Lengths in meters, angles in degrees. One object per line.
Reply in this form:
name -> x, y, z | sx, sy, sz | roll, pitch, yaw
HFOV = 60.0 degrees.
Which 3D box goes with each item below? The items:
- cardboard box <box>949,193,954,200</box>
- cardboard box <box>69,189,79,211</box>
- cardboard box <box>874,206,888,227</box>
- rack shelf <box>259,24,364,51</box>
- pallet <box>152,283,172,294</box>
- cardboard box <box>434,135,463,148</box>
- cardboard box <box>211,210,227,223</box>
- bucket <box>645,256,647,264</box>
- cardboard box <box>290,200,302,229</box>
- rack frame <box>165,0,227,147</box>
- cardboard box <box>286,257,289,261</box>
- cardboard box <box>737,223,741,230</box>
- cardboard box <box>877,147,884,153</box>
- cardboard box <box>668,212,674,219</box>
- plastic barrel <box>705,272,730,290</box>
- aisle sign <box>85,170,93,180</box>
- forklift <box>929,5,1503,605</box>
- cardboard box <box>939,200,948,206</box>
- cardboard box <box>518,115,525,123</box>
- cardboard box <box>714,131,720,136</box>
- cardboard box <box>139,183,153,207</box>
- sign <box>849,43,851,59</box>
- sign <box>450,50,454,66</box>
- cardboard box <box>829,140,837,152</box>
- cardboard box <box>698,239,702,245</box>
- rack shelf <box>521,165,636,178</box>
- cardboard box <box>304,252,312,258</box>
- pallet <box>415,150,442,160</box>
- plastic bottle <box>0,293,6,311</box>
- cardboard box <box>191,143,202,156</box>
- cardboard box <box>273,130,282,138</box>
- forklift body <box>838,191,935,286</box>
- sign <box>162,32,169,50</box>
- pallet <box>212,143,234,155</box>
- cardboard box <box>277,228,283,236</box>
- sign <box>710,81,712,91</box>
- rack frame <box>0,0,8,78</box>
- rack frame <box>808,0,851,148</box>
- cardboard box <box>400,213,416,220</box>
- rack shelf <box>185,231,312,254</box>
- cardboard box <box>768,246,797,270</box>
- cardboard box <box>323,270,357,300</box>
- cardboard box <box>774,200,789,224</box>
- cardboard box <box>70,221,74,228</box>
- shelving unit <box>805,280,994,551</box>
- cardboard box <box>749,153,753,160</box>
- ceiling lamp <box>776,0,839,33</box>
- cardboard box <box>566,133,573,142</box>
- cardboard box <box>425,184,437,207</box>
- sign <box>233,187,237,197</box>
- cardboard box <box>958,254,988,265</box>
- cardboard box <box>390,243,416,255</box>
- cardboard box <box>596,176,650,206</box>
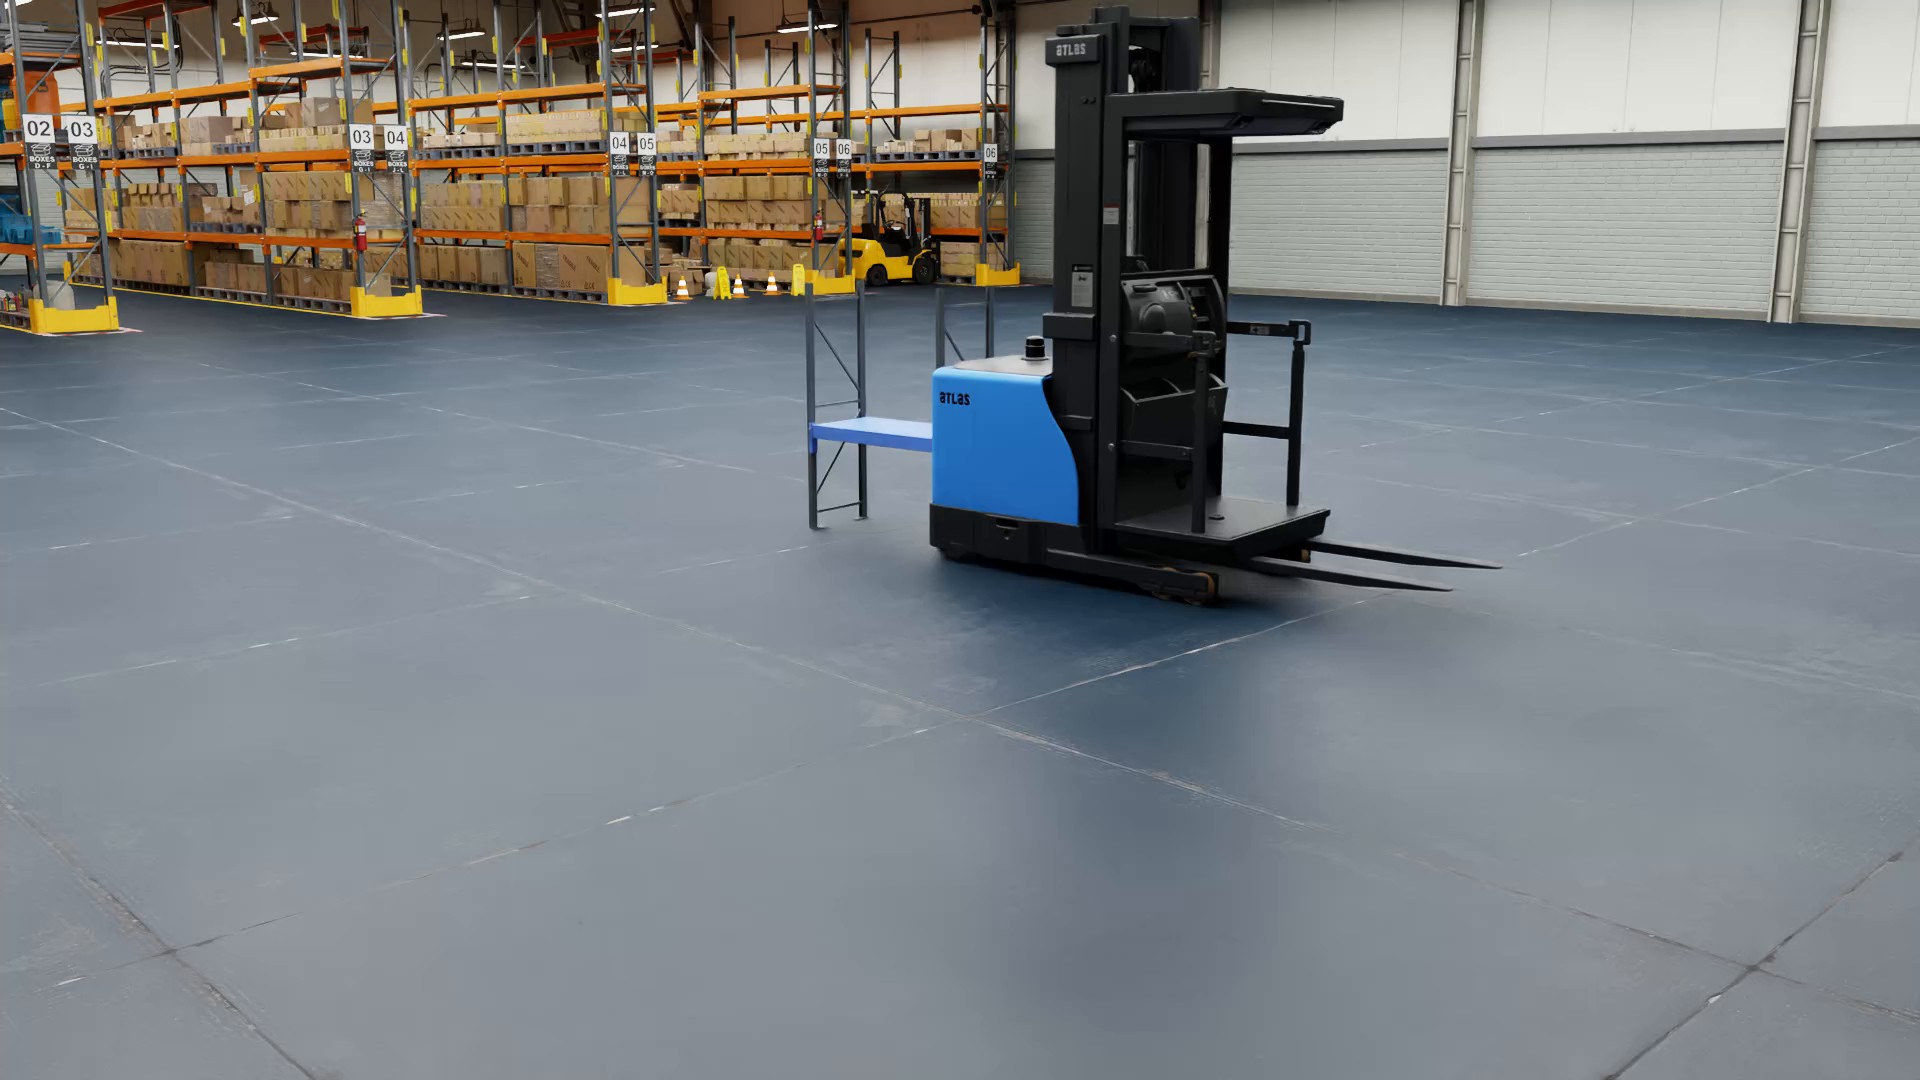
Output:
cardboard box -> -0.040, -8.084, 39.126 | 0.380, 0.149, 0.250 | -11, 16, -42
cardboard box -> -20.451, -7.957, 38.876 | 0.500, 0.500, 0.500 | 11, 16, 44
cardboard box -> -1.774, -7.968, 40.905 | 0.500, 0.500, 0.500 | 11, 16, 44
rack shelf -> -15.895, -12.297, 40.842 | 1.077, 0.370, 4.000 | -11, 16, -43
pallet -> -16.737, -5.469, 35.932 | 1.003, 0.211, 1.213 | -11, 16, -43
cardboard box -> -11.064, -8.648, 36.104 | 0.500, 0.250, 0.500 | -10, 16, -41
cardboard box -> -14.417, -6.386, 32.807 | 0.500, 0.250, 0.500 | 11, 16, 44
bucket -> -7.227, -6.066, 36.266 | 0.726, 0.611, 0.620 | -5, 3, -23
cardboard box -> -11.642, -5.931, 30.279 | 0.875, 0.500, 0.500 | -11, 16, -43
rack frame -> -15.408, -9.469, 33.571 | 1.000, 3.000, 0.127 | -11, 16, -43
cardboard box -> -17.100, -7.218, 42.797 | 0.380, 0.149, 0.250 | -10, 15, -40
cardboard box -> -4.723, -6.975, 36.954 | 0.380, 0.149, 0.250 | -11, 16, -43
cardboard box -> -1.801, -9.513, 40.553 | 0.380, 0.149, 0.250 | -10, 16, -41
cardboard box -> -6.585, -7.557, 38.742 | 0.380, 0.149, 0.250 | -11, 16, -42
plastic barrel -> -5.238, -5.573, 35.912 | 0.512, 0.421, 0.421 | -1, 12, -4
aisle sign -> -20.766, -9.024, 39.835 | 0.394, 0.787, 0.004 | -11, 16, -43
forklift -> 1.291, -1.229, 8.614 | 3.031, 2.935, 1.130 | 9, 15, 38
cardboard box -> -0.285, -7.964, 39.280 | 0.250, 0.149, 0.380 | 11, 16, 43
cardboard box -> -8.632, -8.440, 33.369 | 0.380, 0.149, 0.250 | -11, 16, -43
cardboard box -> -5.944, -9.387, 38.697 | 0.500, 0.250, 0.500 | -11, 16, -44
cardboard box -> -17.258, -7.461, 35.958 | 0.797, 0.503, 0.637 | -11, 16, -42
sign -> -2.324, -10.254, 34.872 | 0.100, 0.325, 0.005 | -11, 16, -43
sign -> -11.352, -10.758, 37.122 | 0.100, 0.325, 0.005 | -11, 16, -43
cardboard box -> -2.871, -8.396, 35.431 | 0.500, 0.250, 0.500 | -11, 16, -44
cardboard box -> -7.113, -8.368, 46.640 | 0.250, 0.149, 0.380 | 11, 16, 44
rack shelf -> -9.622, -9.320, 42.066 | 1.077, 0.370, 4.000 | -11, 16, -43
cardboard box -> -16.237, -7.162, 41.792 | 0.380, 0.149, 0.250 | -11, 16, -42
pallet -> -11.268, -8.497, 36.756 | 1.213, 0.211, 1.003 | -10, 15, -40
plastic bottle -> -15.301, -3.822, 26.690 | 0.135, 0.276, 0.152 | 11, 16, 44
cardboard box -> -14.914, -7.747, 33.020 | 0.500, 0.250, 0.500 | -10, 16, -41
cardboard box -> -12.239, -7.375, 30.227 | 0.380, 0.149, 0.250 | -11, 16, -42
forklift body -> -1.758, -7.043, 38.768 | 2.313, 2.155, 1.214 | -11, 16, -43
sign -> -15.807, -9.926, 33.083 | 0.100, 0.325, 0.005 | -11, 16, -43
pallet -> -13.714, -7.580, 32.301 | 1.213, 0.211, 1.003 | -11, 16, -43
cardboard box -> -12.359, -5.680, 30.669 | 0.380, 0.149, 0.250 | -11, 16, -43
sign -> -7.018, -12.739, 46.737 | 0.100, 0.325, 0.005 | -11, 16, -43
rack frame -> -16.228, -8.195, 27.388 | 1.000, 3.000, 0.127 | -11, 16, -43
rack frame -> -2.716, -9.682, 34.607 | 1.000, 3.000, 0.127 | -11, 16, -43
cardboard box -> -12.424, -7.298, 37.482 | 0.380, 0.149, 0.250 | -11, 16, -42
rack shelf -> -14.027, -5.887, 32.833 | 1.077, 0.370, 4.000 | -11, 16, -43
cardboard box -> -3.821, -6.127, 36.131 | 0.500, 0.500, 0.500 | -10, 15, -40
cardboard box -> -11.159, -4.615, 30.030 | 0.500, 0.500, 0.500 | -9, 15, -37
cardboard box -> -3.633, -7.053, 35.728 | 0.500, 0.500, 0.500 | -11, 16, -42
cardboard box -> -20.748, -7.440, 39.214 | 0.380, 0.149, 0.250 | -11, 16, -43
shelving unit -> -0.364, -0.774, 9.952 | 1.048, 1.500, 0.538 | 9, 15, 38
cardboard box -> -4.375, -8.369, 36.287 | 0.380, 0.149, 0.250 | -11, 16, -42
ceiling lamp -> -3.385, -13.491, 38.627 | 0.800, 3.185, 2.000 | -11, 16, -43
cardboard box -> -7.404, -7.790, 32.191 | 0.380, 0.149, 0.250 | -11, 16, -43
cardboard box -> -11.448, -7.679, 37.024 | 0.700, 0.500, 0.500 | -11, 16, -43
sign -> -15.022, -7.136, 34.442 | 0.100, 0.325, 0.005 | -11, 16, -43
cardboard box -> 0.309, -6.568, 38.891 | 0.500, 0.250, 0.500 | -11, 16, -43
cardboard box -> -12.770, -6.691, 38.252 | 0.500, 0.250, 0.500 | -11, 16, -42
cardboard box -> -6.455, -6.702, 31.958 | 0.875, 0.550, 0.550 | -11, 16, -43
